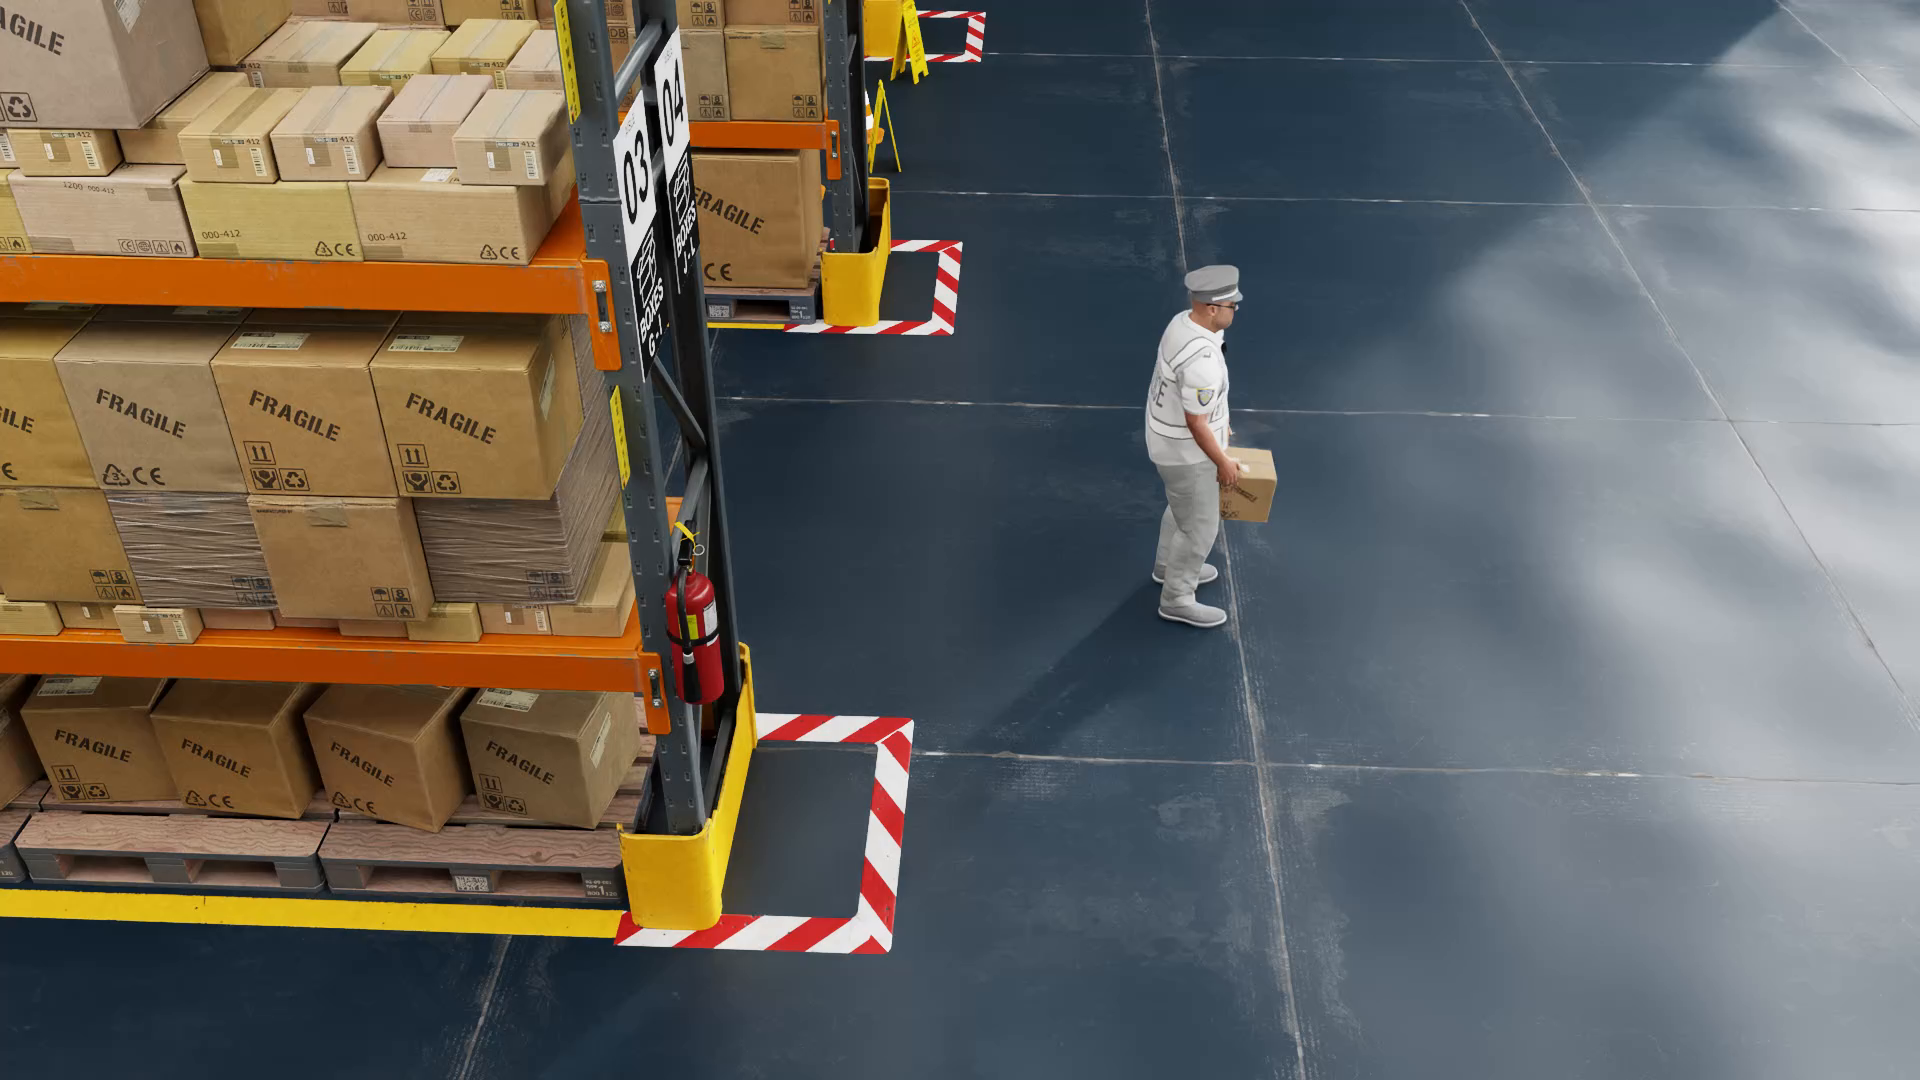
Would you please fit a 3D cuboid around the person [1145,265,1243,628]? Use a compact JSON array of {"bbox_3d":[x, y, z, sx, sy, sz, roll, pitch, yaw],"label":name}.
[{"bbox_3d":[1.078,-0.448,7.729,0.434,1.761,0.551,1,35,1],"label":"person"}]
